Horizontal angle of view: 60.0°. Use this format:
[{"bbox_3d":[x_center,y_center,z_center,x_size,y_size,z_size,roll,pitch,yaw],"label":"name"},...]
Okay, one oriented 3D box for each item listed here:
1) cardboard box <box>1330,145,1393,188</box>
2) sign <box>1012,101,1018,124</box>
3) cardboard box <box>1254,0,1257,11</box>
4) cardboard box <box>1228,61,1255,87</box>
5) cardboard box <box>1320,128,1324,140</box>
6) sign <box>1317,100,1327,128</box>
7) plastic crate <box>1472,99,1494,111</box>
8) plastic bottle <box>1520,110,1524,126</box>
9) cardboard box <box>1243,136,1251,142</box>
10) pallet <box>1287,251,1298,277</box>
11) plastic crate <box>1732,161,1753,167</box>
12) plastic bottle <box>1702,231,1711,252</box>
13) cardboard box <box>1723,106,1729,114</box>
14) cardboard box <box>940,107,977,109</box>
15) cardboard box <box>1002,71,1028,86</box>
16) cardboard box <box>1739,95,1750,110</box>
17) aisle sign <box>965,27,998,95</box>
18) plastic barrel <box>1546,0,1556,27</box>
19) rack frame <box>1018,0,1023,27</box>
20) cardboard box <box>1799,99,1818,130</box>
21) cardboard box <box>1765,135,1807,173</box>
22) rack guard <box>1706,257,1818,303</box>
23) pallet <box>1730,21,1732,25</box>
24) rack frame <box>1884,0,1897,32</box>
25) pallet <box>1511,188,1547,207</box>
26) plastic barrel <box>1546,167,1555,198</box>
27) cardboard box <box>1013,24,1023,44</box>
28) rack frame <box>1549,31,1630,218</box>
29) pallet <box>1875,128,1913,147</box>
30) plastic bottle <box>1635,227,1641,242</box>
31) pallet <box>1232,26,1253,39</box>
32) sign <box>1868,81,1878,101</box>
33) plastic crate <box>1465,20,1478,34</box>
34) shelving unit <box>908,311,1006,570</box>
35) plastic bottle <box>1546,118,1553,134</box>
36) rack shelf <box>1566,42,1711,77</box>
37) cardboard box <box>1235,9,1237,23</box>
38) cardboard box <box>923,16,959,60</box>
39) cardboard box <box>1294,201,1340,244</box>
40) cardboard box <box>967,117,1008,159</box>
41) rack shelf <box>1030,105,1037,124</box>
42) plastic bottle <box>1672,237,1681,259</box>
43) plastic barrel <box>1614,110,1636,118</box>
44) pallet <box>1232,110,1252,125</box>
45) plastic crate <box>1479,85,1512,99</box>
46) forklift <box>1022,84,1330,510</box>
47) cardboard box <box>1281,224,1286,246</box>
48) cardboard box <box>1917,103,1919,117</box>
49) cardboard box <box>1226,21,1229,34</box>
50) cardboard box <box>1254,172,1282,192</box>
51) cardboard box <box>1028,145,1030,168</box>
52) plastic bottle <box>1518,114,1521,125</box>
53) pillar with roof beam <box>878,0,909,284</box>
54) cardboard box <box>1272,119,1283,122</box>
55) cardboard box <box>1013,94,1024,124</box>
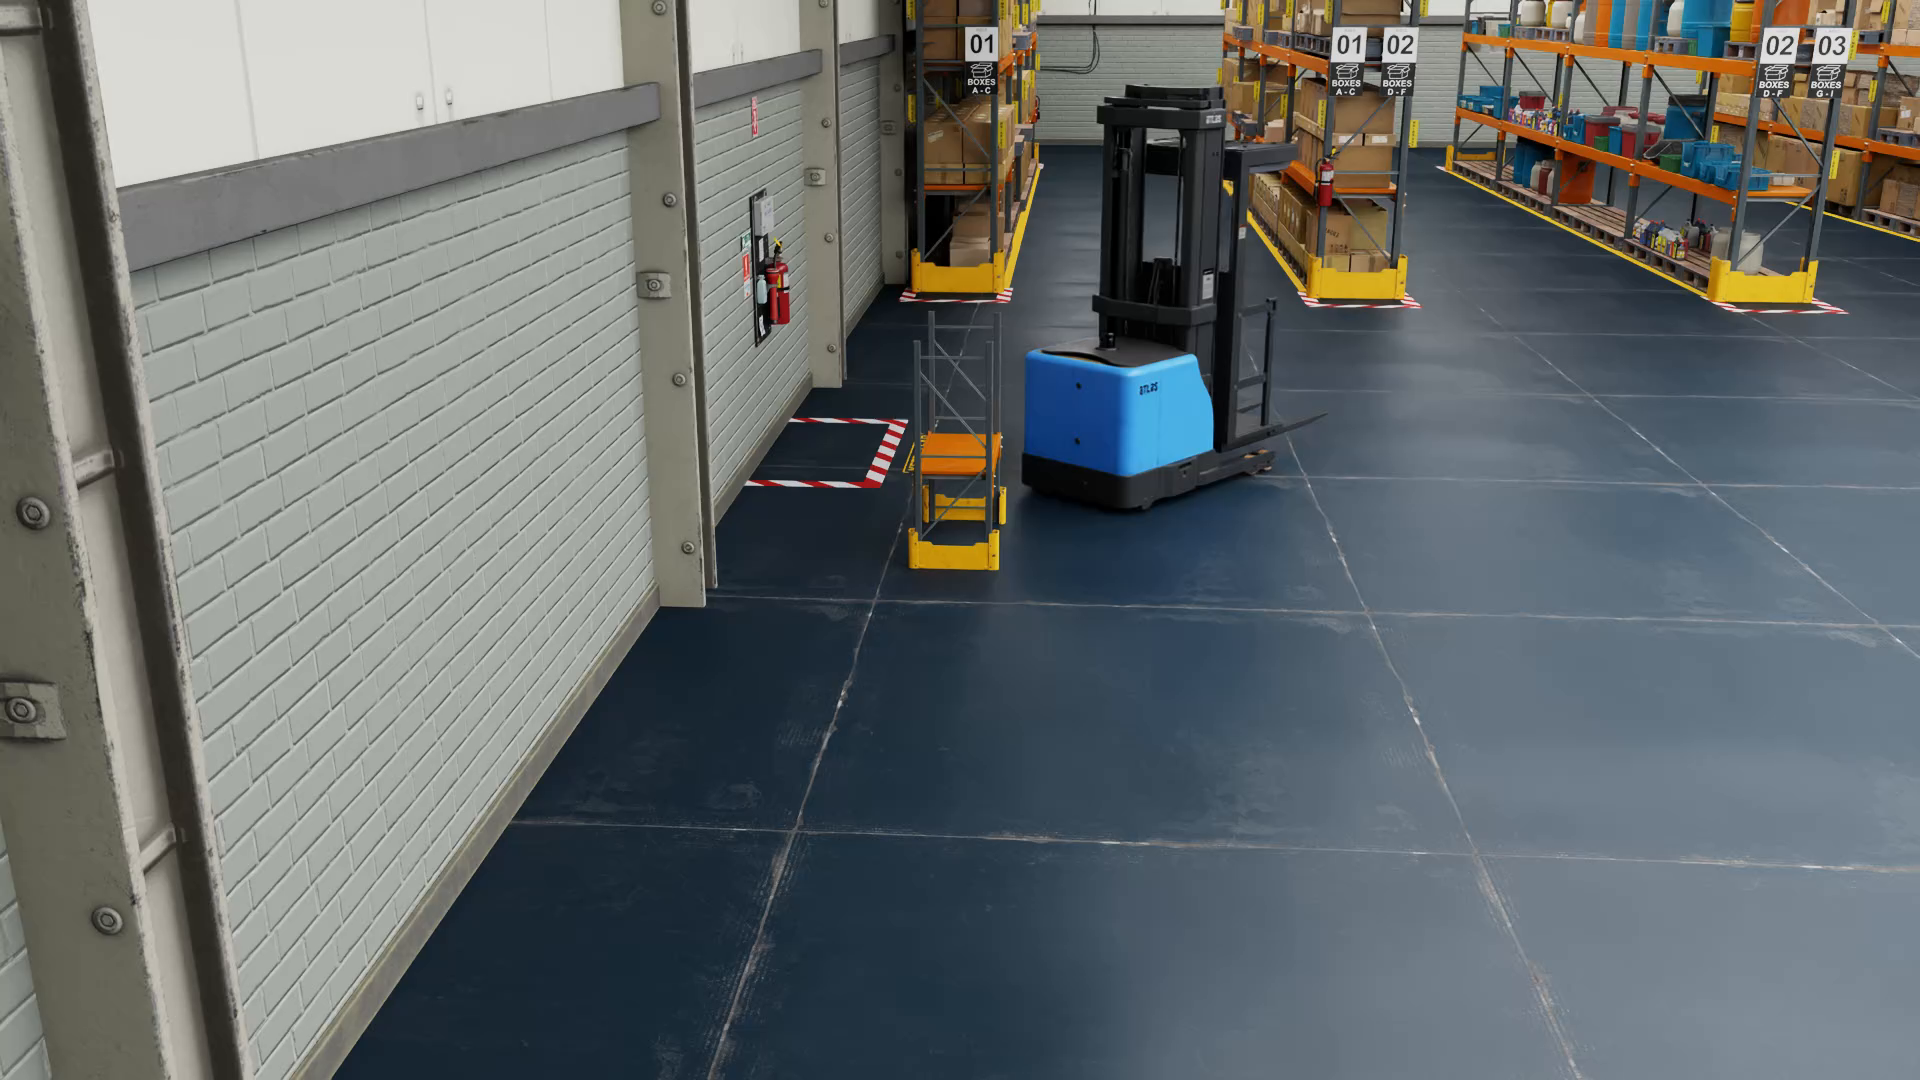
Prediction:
[{"bbox_3d":[4.955,-4.653,20.645,0.700,0.500,0.500,1,18,4],"label":"cardboard box"},{"bbox_3d":[0.796,-6.214,24.180,0.100,0.325,0.005,1,18,4],"label":"sign"},{"bbox_3d":[5.634,-9.545,29.922,0.600,0.600,0.600,1,18,3],"label":"cardboard box"},{"bbox_3d":[5.655,-9.345,33.359,0.500,0.500,0.500,1,18,3],"label":"cardboard box"},{"bbox_3d":[4.802,-5.178,21.206,0.380,0.149,0.250,2,18,5],"label":"cardboard box"},{"bbox_3d":[4.368,-5.140,20.052,0.100,0.325,0.005,1,18,4],"label":"sign"},{"bbox_3d":[10.555,-8.789,33.600,0.416,0.233,0.300,1,18,4],"label":"plastic crate"},{"bbox_3d":[10.194,-7.640,30.110,0.061,0.283,0.133,1,18,4],"label":"plastic bottle"},{"bbox_3d":[6.262,-8.277,35.173,0.500,0.500,0.500,1,18,4],"label":"cardboard box"},{"bbox_3d":[5.012,-3.752,22.534,1.003,0.211,1.213,1,18,4],"label":"pallet"},{"bbox_3d":[10.272,-4.956,22.154,0.530,0.136,0.437,1,18,4],"label":"plastic crate"},{"bbox_3d":[10.218,-4.095,22.758,0.061,0.283,0.133,1,18,4],"label":"plastic bottle"},{"bbox_3d":[15.492,-8.586,33.212,0.380,0.149,0.250,1,18,3],"label":"cardboard box"},{"bbox_3d":[-0.029,-5.805,23.326,0.500,0.500,0.500,1,18,4],"label":"cardboard box"},{"bbox_3d":[1.003,-8.542,30.801,0.500,0.250,0.500,2,18,5],"label":"cardboard box"},{"bbox_3d":[15.490,-8.498,32.302,0.500,0.250,0.500,2,18,5],"label":"cardboard box"},{"bbox_3d":[0.261,-5.776,20.059,0.394,0.787,0.004,1,18,4],"label":"aisle sign"},{"bbox_3d":[10.846,-9.502,29.811,0.600,0.588,0.600,0,18,0],"label":"plastic barrel"},{"bbox_3d":[0.541,-9.905,27.201,1.000,3.000,0.127,1,18,4],"label":"rack frame"},{"bbox_3d":[15.296,-7.564,29.529,0.500,0.500,0.500,1,18,3],"label":"cardboard box"},{"bbox_3d":[15.623,-6.956,30.572,1.225,0.875,0.875,1,18,4],"label":"cardboard box"},{"bbox_3d":[9.807,-3.186,20.342,1.175,0.500,0.348,1,18,4],"label":"rack guard"},{"bbox_3d":[15.893,-10.360,33.549,1.003,0.211,1.213,1,18,4],"label":"pallet"},{"bbox_3d":[15.363,-9.574,26.189,1.000,3.000,0.127,1,18,4],"label":"rack frame"},{"bbox_3d":[10.527,-6.132,29.798,1.003,0.211,1.213,1,18,4],"label":"pallet"},{"bbox_3d":[10.392,-6.180,28.789,0.421,0.512,0.421,0,18,0],"label":"plastic barrel"},{"bbox_3d":[0.759,-8.218,26.978,0.500,0.311,0.500,1,18,4],"label":"cardboard box"},{"bbox_3d":[10.422,-6.833,27.460,1.000,3.000,0.127,1,18,4],"label":"rack frame"},{"bbox_3d":[15.418,-6.408,26.470,1.213,0.211,1.003,1,18,4],"label":"pallet"},{"bbox_3d":[9.668,-4.350,23.668,0.097,0.201,0.097,0,18,0],"label":"plastic bottle"},{"bbox_3d":[5.652,-9.323,30.542,1.213,0.211,1.003,1,18,4],"label":"pallet"},{"bbox_3d":[14.809,-7.284,26.977,0.100,0.325,0.005,1,18,4],"label":"sign"},{"bbox_3d":[10.690,-10.568,34.251,0.497,0.269,0.590,1,18,4],"label":"plastic crate"},{"bbox_3d":[-0.005,-0.689,11.117,0.587,1.500,1.083,1,18,4],"label":"shelving unit"},{"bbox_3d":[10.083,-7.075,28.404,0.097,0.271,0.097,0,18,0],"label":"plastic bottle"},{"bbox_3d":[10.279,-7.296,25.210,1.077,0.370,4.000,1,18,4],"label":"rack shelf"},{"bbox_3d":[5.572,-10.092,32.024,0.500,0.250,0.500,1,18,4],"label":"cardboard box"},{"bbox_3d":[-0.255,-6.188,20.480,0.500,0.500,0.500,3,18,8],"label":"cardboard box"},{"bbox_3d":[4.707,-4.194,21.942,0.500,0.500,0.500,1,18,4],"label":"cardboard box"},{"bbox_3d":[0.347,-5.159,21.356,0.500,0.500,0.500,1,18,4],"label":"cardboard box"},{"bbox_3d":[0.971,-8.576,33.934,1.077,0.370,4.000,1,18,4],"label":"rack shelf"},{"bbox_3d":[9.533,-3.884,22.115,0.061,0.283,0.133,2,18,5],"label":"plastic bottle"},{"bbox_3d":[10.562,-6.562,26.453,0.421,0.512,0.421,0,18,0],"label":"plastic barrel"},{"bbox_3d":[5.603,-7.851,30.873,1.003,0.211,1.213,1,18,4],"label":"pallet"},{"bbox_3d":[11.158,-9.255,34.698,0.616,0.435,0.499,1,18,4],"label":"plastic crate"},{"bbox_3d":[1.838,-1.990,12.788,1.130,2.935,3.031,16,24,41],"label":"forklift"},{"bbox_3d":[4.819,-4.303,23.480,0.500,0.250,0.500,1,18,4],"label":"cardboard box"},{"bbox_3d":[15.424,-6.626,25.992,0.700,0.500,0.500,4,19,12],"label":"cardboard box"},{"bbox_3d":[5.716,-10.475,33.998,0.500,0.250,0.500,1,18,4],"label":"cardboard box"},{"bbox_3d":[5.152,-5.949,27.600,0.500,0.311,0.500,2,18,6],"label":"cardboard box"},{"bbox_3d":[1.062,-7.854,33.915,0.700,0.500,0.500,2,18,5],"label":"cardboard box"},{"bbox_3d":[10.227,-7.667,30.323,0.097,0.201,0.097,0,18,0],"label":"plastic bottle"},{"bbox_3d":[3.449,-7.561,20.048,9.100,9.000,0.400,1,18,4],"label":"pillar with roof beam"},{"bbox_3d":[5.412,-6.791,27.474,0.500,0.311,0.500,2,18,7],"label":"cardboard box"},{"bbox_3d":[0.831,-7.398,28.513,0.500,0.500,0.500,2,18,6],"label":"cardboard box"}]
